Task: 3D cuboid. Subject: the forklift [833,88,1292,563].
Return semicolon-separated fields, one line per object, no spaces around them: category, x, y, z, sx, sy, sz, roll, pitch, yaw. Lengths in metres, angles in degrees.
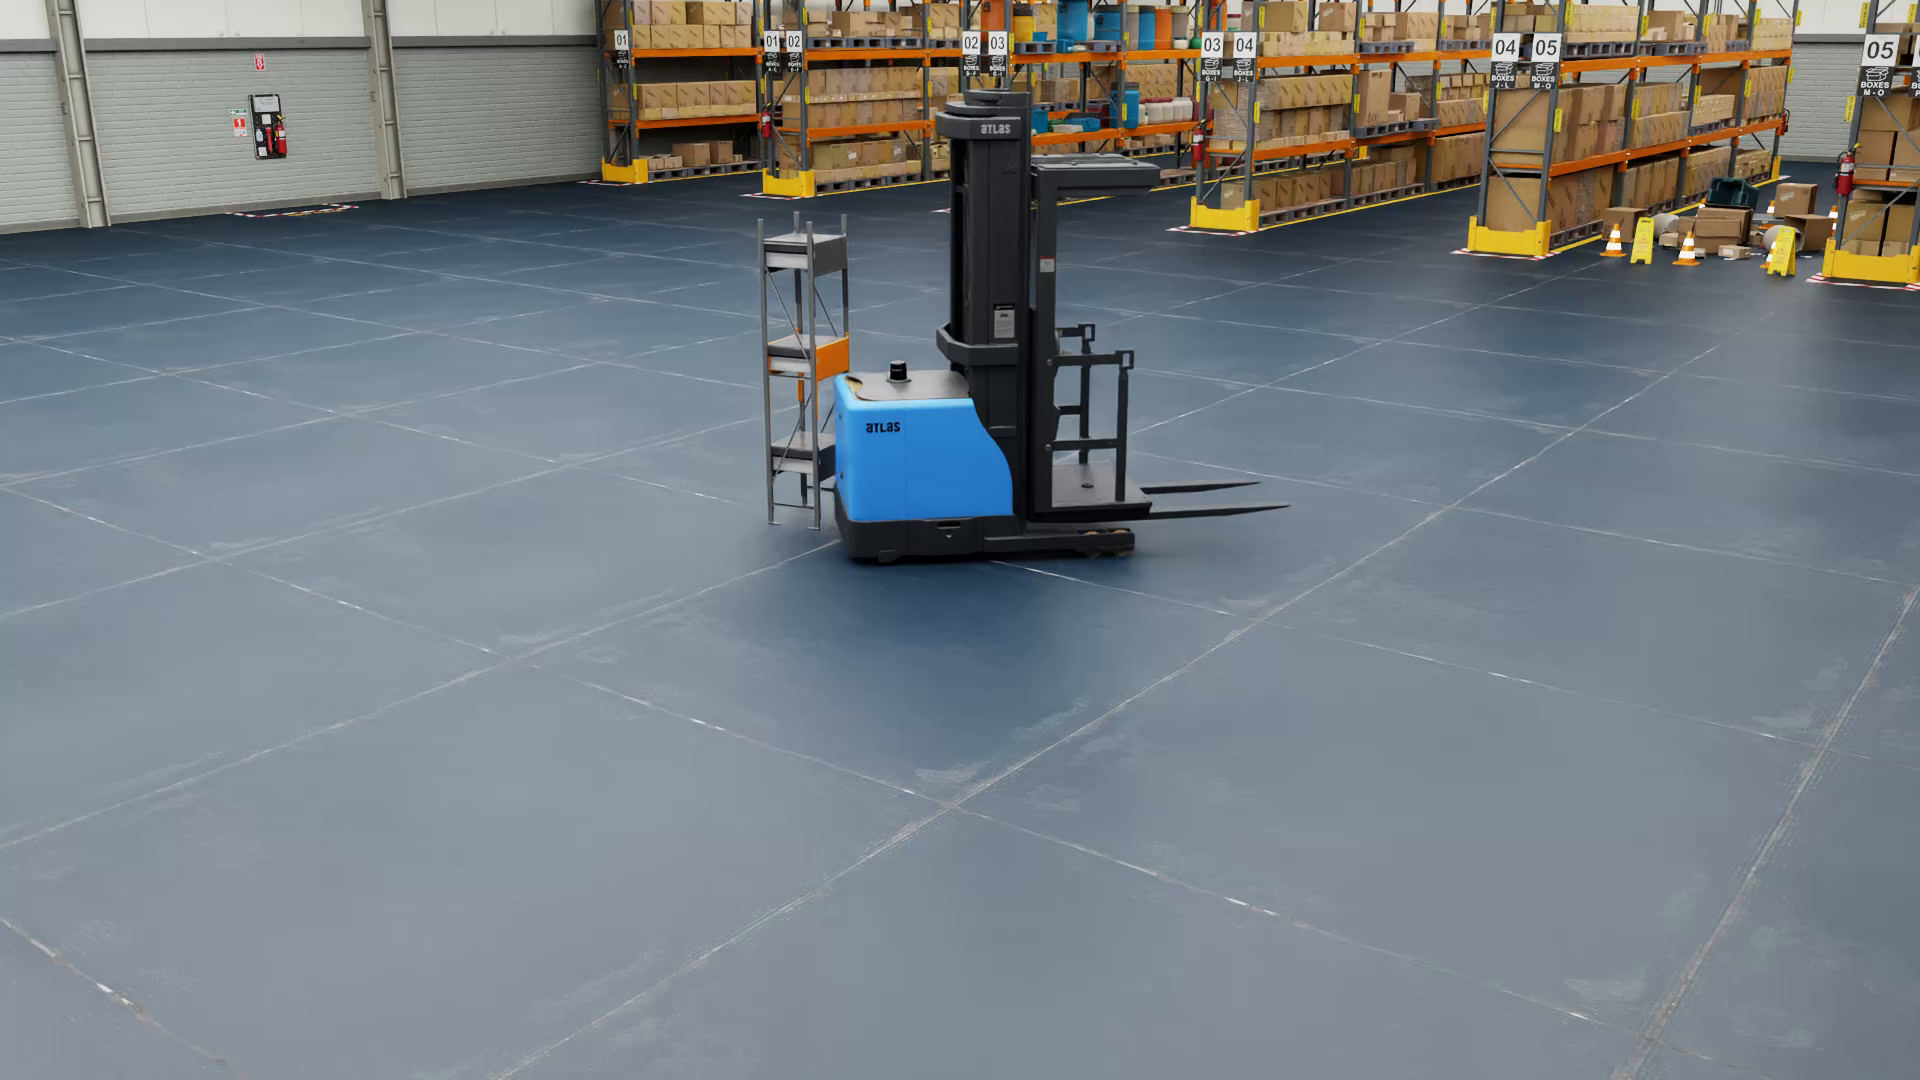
forklift;0.697;-1.441;10.943;3.031;2.935;1.130;-3;17;-9

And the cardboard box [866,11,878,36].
cardboard box;-2.186;-10.834;34.898;0.797;0.503;0.637;15;23;41

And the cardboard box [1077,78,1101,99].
cardboard box;3.202;-11.535;42.455;0.700;0.500;0.500;5;18;16

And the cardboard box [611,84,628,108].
cardboard box;-7.357;-9.823;36.771;0.500;0.500;0.500;12;21;34

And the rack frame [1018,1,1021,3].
rack frame;2.066;-16.053;47.763;1.000;3.000;0.127;12;21;35

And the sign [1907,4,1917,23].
sign;14.361;-7.917;25.087;0.100;0.325;0.005;12;21;35

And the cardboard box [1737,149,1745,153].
cardboard box;17.271;-8.633;37.081;0.380;0.149;0.250;13;21;36

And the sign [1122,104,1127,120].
sign;3.308;-8.611;33.449;0.100;0.325;0.005;12;21;35

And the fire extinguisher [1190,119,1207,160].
fire extinguisher;4.029;-6.768;28.111;0.296;0.674;0.183;12;21;35

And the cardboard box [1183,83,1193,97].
cardboard box;5.998;-12.206;45.323;0.500;0.500;0.500;13;22;36

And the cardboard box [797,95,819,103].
cardboard box;-3.080;-8.915;33.632;0.380;0.149;0.250;12;21;34

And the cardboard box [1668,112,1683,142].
cardboard box;12.806;-7.530;30.266;0.500;0.500;0.500;12;21;35

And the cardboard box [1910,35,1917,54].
cardboard box;12.939;-6.575;22.053;0.500;0.250;0.500;12;21;34

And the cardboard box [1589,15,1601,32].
cardboard box;9.485;-7.913;25.483;0.500;0.250;0.500;12;21;34

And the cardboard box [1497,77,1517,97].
cardboard box;12.108;-10.106;37.218;0.500;0.500;0.500;12;21;35

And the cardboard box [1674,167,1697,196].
cardboard box;13.783;-6.886;31.867;0.500;0.500;0.500;11;21;32

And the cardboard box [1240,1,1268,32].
cardboard box;5.187;-9.026;28.680;0.500;0.500;0.500;12;21;35

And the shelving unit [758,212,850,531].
shelving unit;-1.052;-1.160;11.437;0.431;2.100;0.503;7;19;23

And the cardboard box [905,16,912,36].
cardboard box;-1.559;-13.483;43.636;0.700;0.500;0.500;12;21;35

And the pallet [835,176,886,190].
pallet;-2.337;-7.650;35.521;1.003;0.211;1.213;12;21;35

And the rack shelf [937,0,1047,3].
rack shelf;0.875;-15.042;46.395;1.077;0.370;4.000;12;21;35

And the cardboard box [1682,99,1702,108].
cardboard box;13.895;-8.318;31.685;0.380;0.149;0.250;12;21;34

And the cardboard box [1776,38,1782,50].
cardboard box;17.261;-10.628;35.607;0.500;0.250;0.500;14;22;37

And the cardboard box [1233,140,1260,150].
cardboard box;4.828;-6.657;28.045;0.380;0.149;0.250;12;21;35

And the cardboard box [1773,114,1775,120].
cardboard box;17.778;-9.361;36.754;0.380;0.149;0.250;12;21;35

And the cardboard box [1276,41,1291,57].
cardboard box;5.264;-8.305;28.124;0.500;0.250;0.500;12;21;33

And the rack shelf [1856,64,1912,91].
rack shelf;13.617;-6.565;23.482;1.077;0.370;4.000;12;21;35

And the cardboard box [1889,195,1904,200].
cardboard box;13.308;-4.726;24.068;0.500;0.500;0.500;12;21;33

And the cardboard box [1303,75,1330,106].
cardboard box;6.208;-7.977;29.517;0.500;0.500;0.500;12;21;35

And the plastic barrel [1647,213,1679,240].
plastic barrel;11.330;-5.031;26.732;0.421;0.421;0.512;-4;18;-13

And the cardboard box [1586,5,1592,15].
cardboard box;9.298;-7.996;25.079;0.380;0.149;0.250;13;21;35

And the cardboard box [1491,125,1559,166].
cardboard box;8.575;-6.018;25.313;0.875;0.550;0.550;12;21;35

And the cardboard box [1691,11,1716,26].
cardboard box;13.927;-9.772;31.137;0.396;0.266;0.258;12;21;35

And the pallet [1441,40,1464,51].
pallet;9.575;-10.161;34.168;1.213;0.211;1.003;14;22;37

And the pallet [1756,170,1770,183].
pallet;17.366;-8.124;37.049;1.003;0.211;1.213;12;21;35

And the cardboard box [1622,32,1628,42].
cardboard box;10.510;-8.099;26.755;0.380;0.149;0.250;13;21;35

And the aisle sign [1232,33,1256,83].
aisle sign;4.671;-7.925;27.321;0.394;0.787;0.004;12;21;35

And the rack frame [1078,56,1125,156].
rack frame;2.873;-8.579;33.811;1.000;3.000;0.127;12;21;35

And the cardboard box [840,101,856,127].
cardboard box;-2.589;-8.902;34.684;0.700;0.500;0.500;13;21;35

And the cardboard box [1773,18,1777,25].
cardboard box;17.027;-10.958;35.151;0.380;0.149;0.250;12;21;33

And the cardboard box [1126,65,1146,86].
cardboard box;4.477;-12.071;43.203;0.500;0.500;0.500;12;21;33

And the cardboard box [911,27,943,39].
cardboard box;-0.728;-11.162;36.615;0.500;0.250;0.500;15;23;40

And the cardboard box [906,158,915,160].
cardboard box;-1.089;-8.492;37.461;0.500;0.250;0.500;12;21;34

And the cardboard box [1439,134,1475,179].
cardboard box;10.199;-8.214;35.510;1.225;0.875;0.875;12;21;35

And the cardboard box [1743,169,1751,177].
cardboard box;16.756;-7.894;35.704;0.380;0.149;0.250;12;21;33

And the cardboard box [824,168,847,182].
cardboard box;-2.693;-7.598;34.581;0.500;0.250;0.500;12;21;35

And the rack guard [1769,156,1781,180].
rack guard;17.878;-8.449;37.609;1.175;0.500;0.348;12;21;35

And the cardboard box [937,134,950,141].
cardboard box;-0.600;-11.231;45.269;0.750;0.750;0.750;13;21;35

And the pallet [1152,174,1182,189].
pallet;4.036;-7.733;35.789;1.003;0.211;1.213;12;21;35

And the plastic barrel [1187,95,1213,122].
plastic barrel;5.223;-9.432;36.331;0.600;0.536;0.708;12;21;35

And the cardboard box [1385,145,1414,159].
cardboard box;8.859;-7.866;33.724;0.500;0.250;0.500;13;22;37

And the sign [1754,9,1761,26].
sign;15.988;-10.479;33.336;0.100;0.325;0.005;12;21;35

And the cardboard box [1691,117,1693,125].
cardboard box;13.586;-7.907;31.364;0.380;0.149;0.250;12;21;34

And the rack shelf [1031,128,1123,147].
rack shelf;1.681;-7.759;32.384;1.077;0.370;4.000;12;21;35

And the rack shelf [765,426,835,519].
rack shelf;-1.052;-0.478;11.649;0.431;0.518;0.480;7;19;23

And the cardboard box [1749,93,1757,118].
cardboard box;16.327;-9.091;34.790;0.500;0.500;0.500;12;21;35
